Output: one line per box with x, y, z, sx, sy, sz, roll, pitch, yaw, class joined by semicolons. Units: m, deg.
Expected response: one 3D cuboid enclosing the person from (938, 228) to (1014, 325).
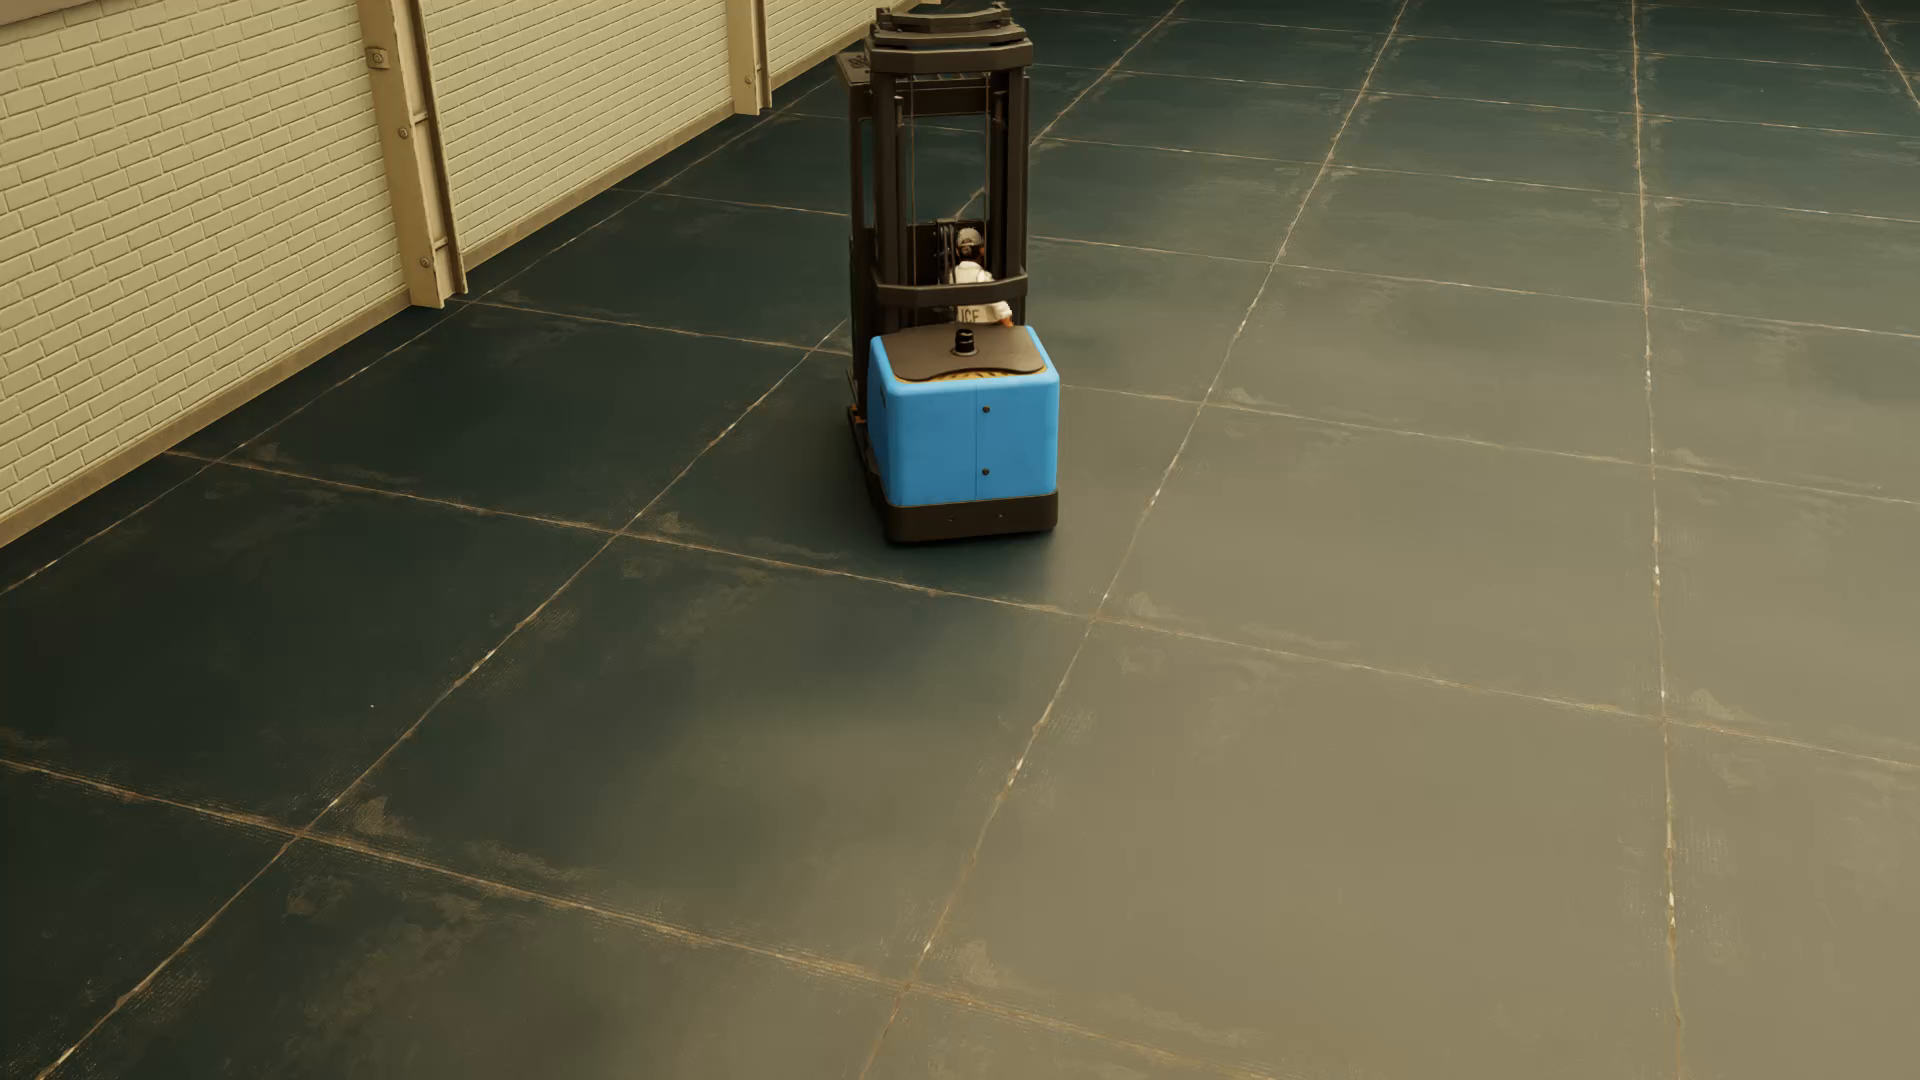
0.167;-1.272;10.652;0.864;1.529;1.000;20;35;31;person

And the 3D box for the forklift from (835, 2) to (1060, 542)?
-0.169;-1.972;10.595;1.130;2.935;3.031;-5;30;-9;forklift
